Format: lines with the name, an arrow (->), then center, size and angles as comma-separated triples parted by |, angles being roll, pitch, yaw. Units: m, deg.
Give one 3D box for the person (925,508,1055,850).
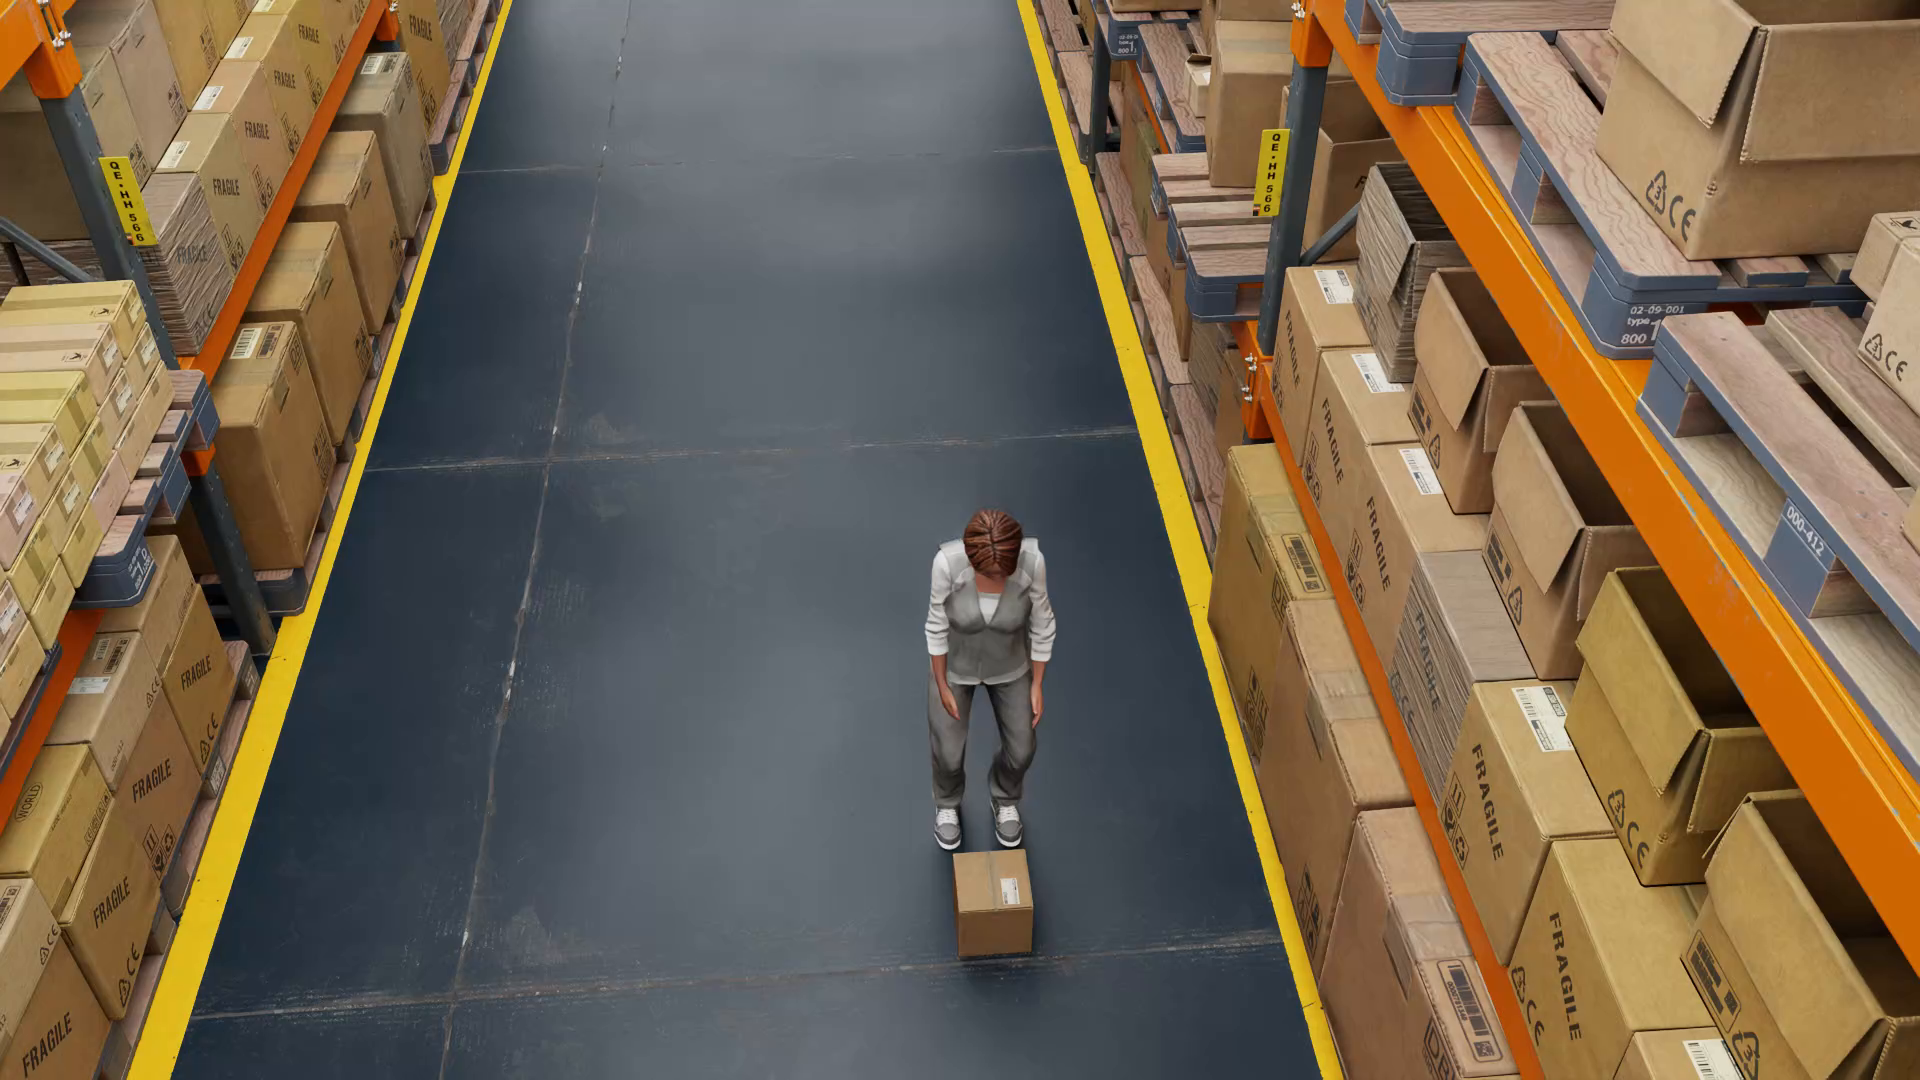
person -> 0.099, 0.459, 5.664 | 0.433, 1.539, 0.417 | -2, 40, -3
